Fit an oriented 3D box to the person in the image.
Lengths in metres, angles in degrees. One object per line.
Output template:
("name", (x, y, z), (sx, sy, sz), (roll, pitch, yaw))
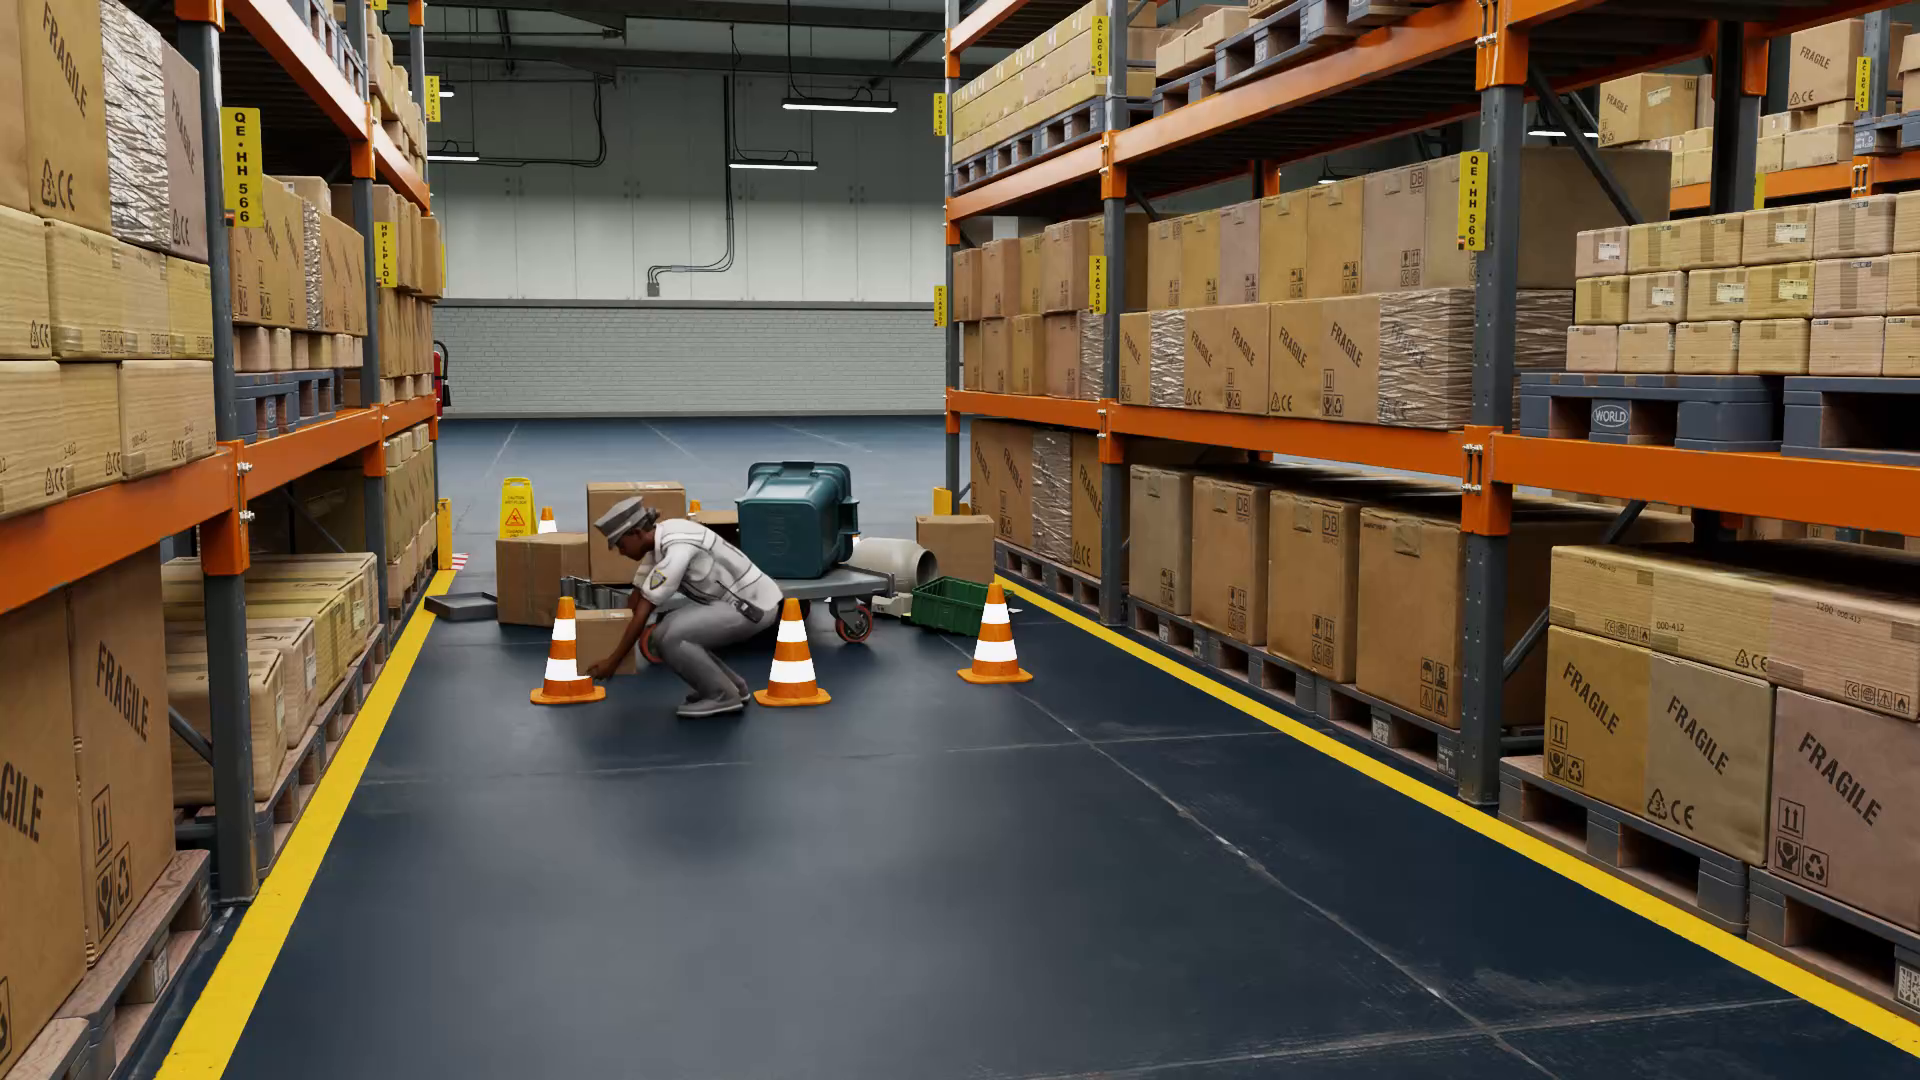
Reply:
("person", (-1.213, 0.285, 7.315), (0.867, 0.976, 0.460), (-2, 6, -15))
